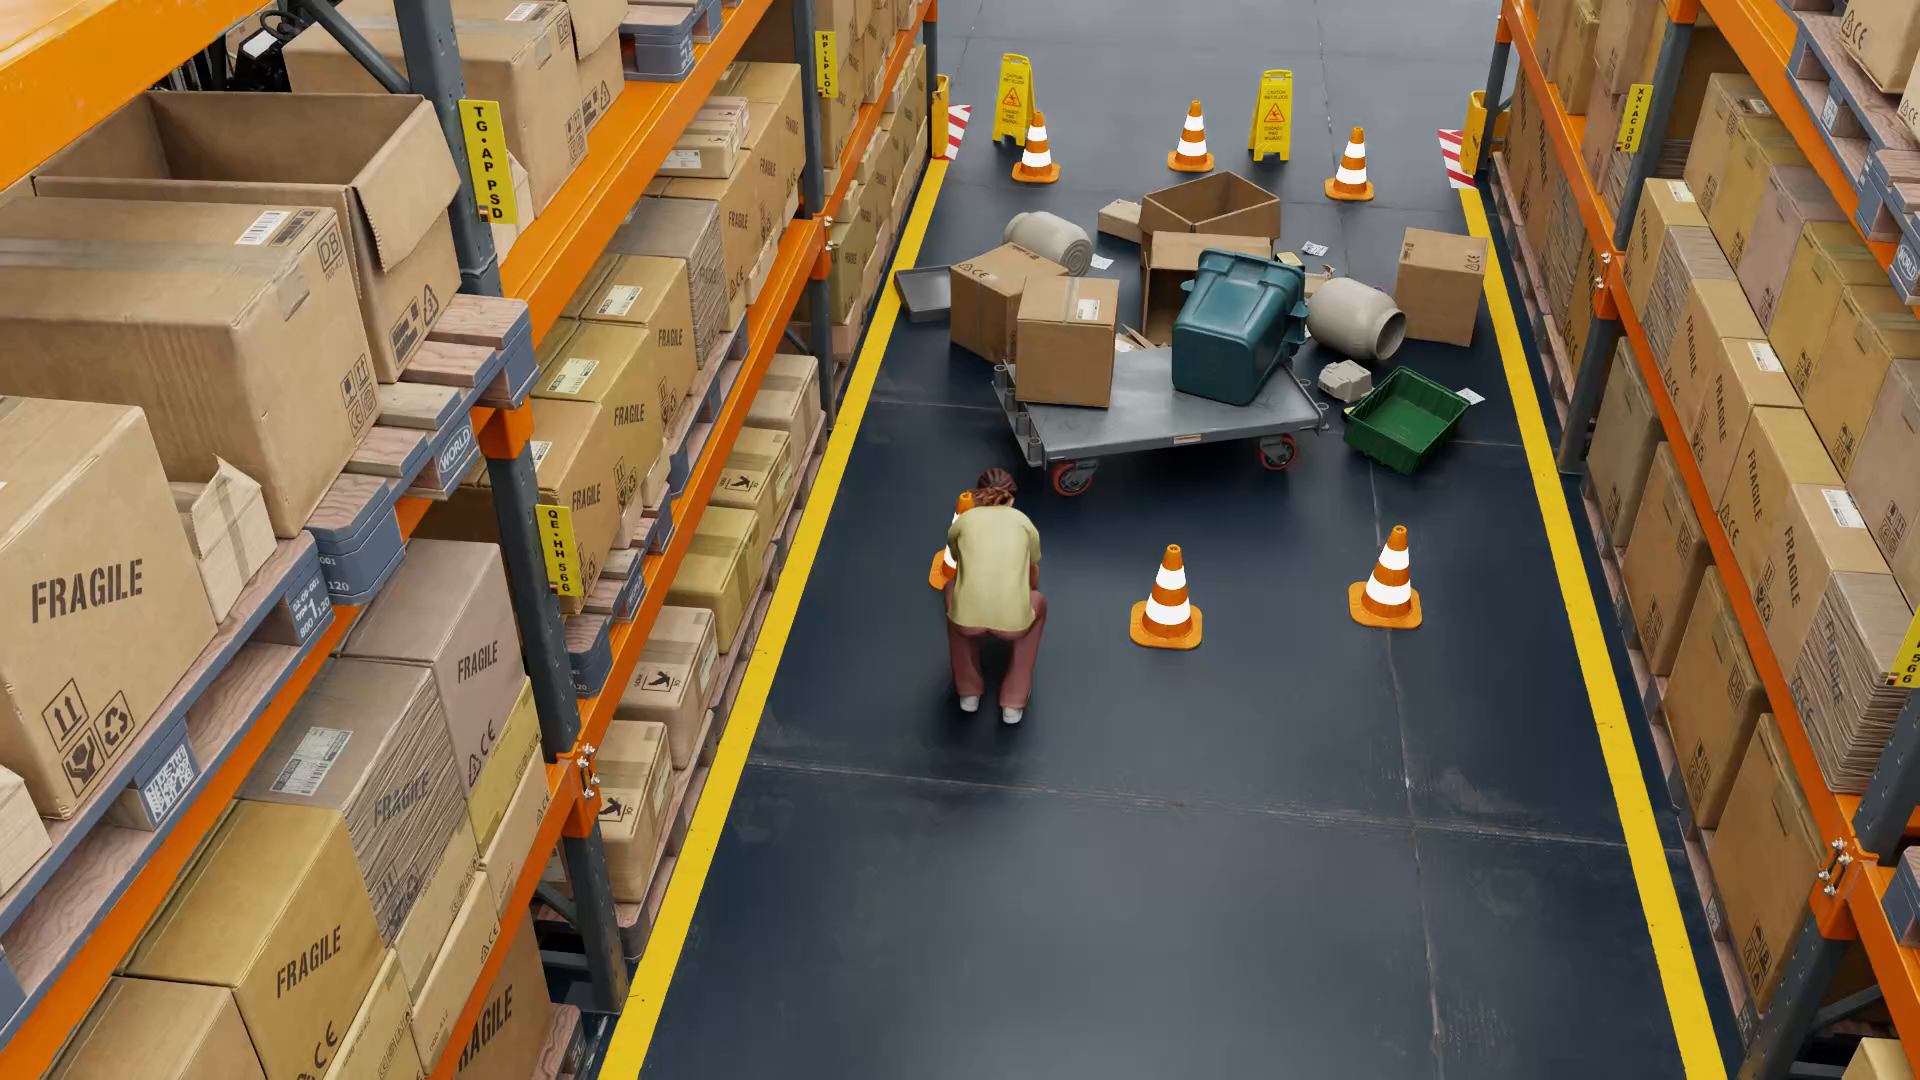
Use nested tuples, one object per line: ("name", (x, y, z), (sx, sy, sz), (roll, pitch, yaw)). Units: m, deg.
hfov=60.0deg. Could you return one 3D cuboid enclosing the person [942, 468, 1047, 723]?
("person", (0.151, 0.254, 7.312), (0.465, 0.945, 0.860), (3, 36, 4))
